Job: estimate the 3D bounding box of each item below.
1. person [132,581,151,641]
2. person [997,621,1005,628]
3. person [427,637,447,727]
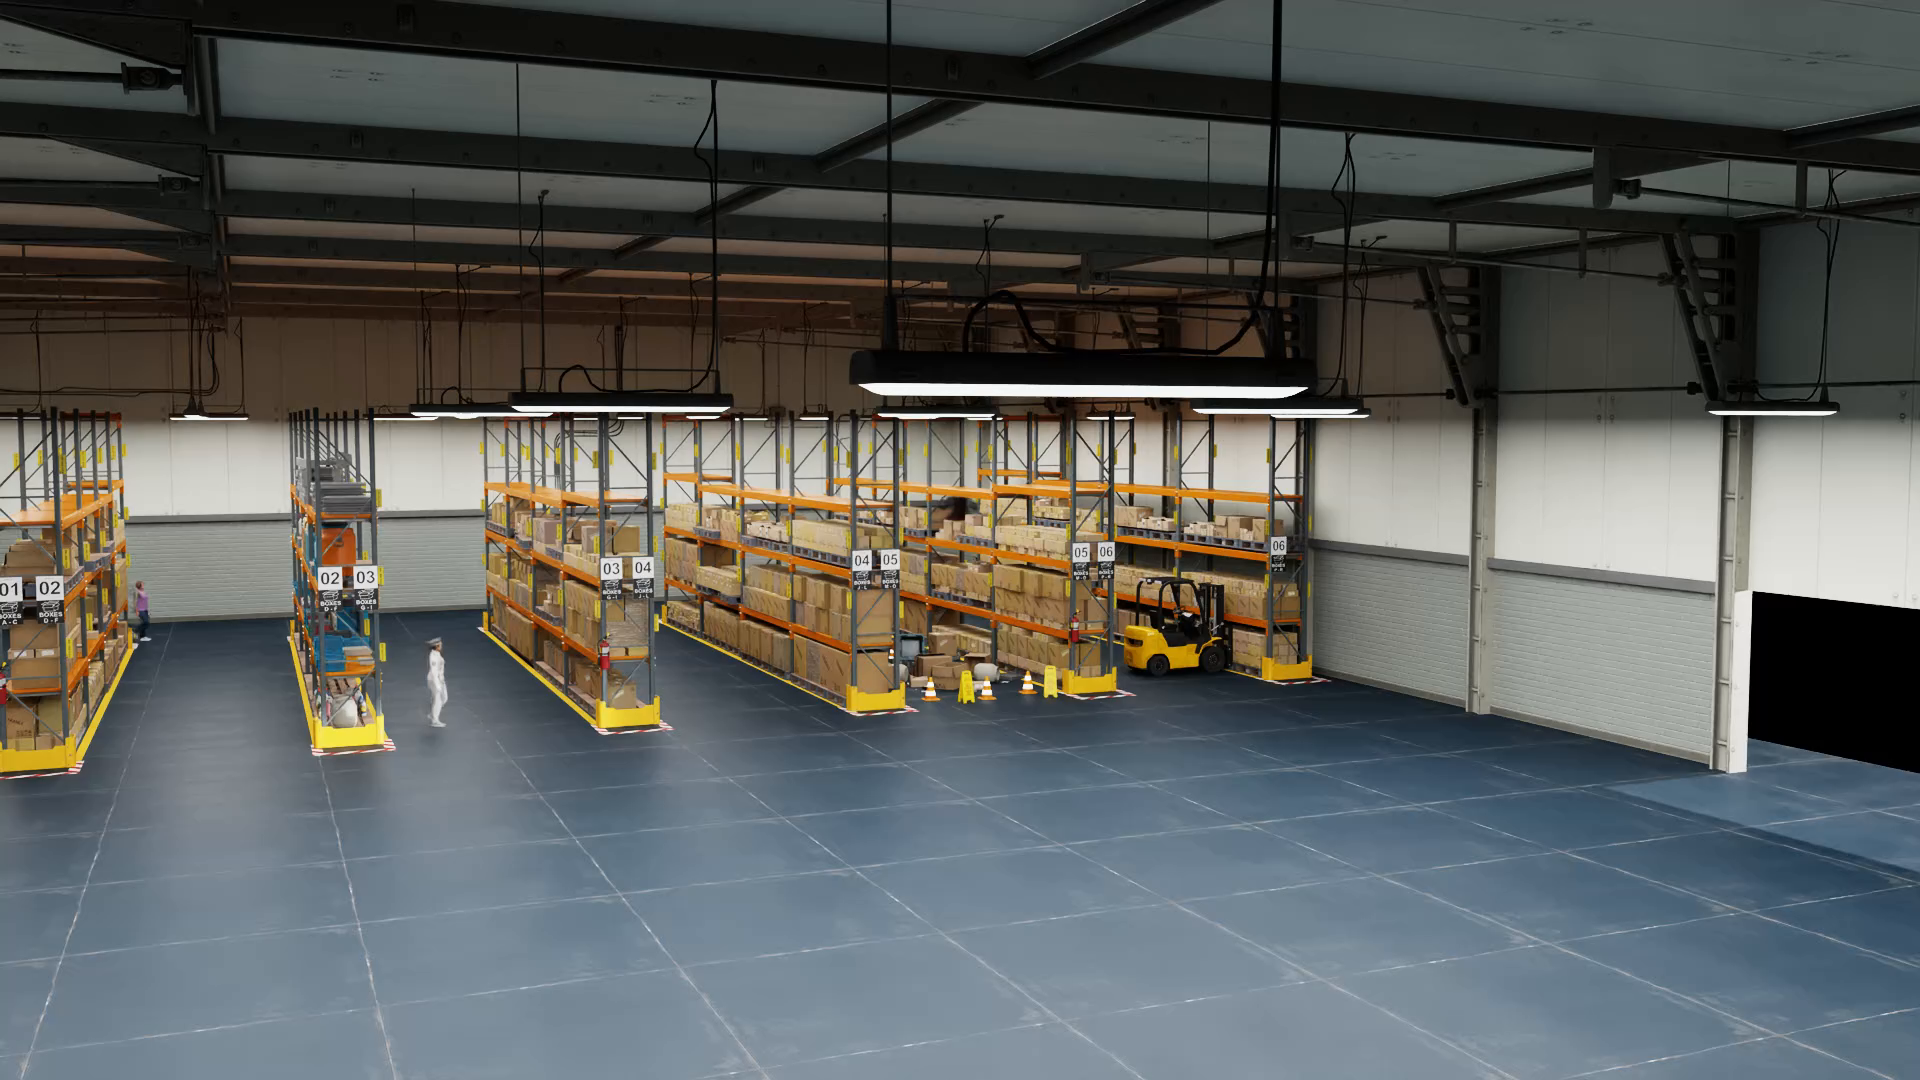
[{"bbox_3d":[-21.468,1.867,43.617,0.458,1.575,0.471,0,4,2],"label":"person"},{"bbox_3d":[1.020,1.498,44.242,0.387,1.665,0.539,-1,4,-17],"label":"person"},{"bbox_3d":[-9.953,2.686,31.500,0.438,1.685,0.544,0,4,0],"label":"person"}]
